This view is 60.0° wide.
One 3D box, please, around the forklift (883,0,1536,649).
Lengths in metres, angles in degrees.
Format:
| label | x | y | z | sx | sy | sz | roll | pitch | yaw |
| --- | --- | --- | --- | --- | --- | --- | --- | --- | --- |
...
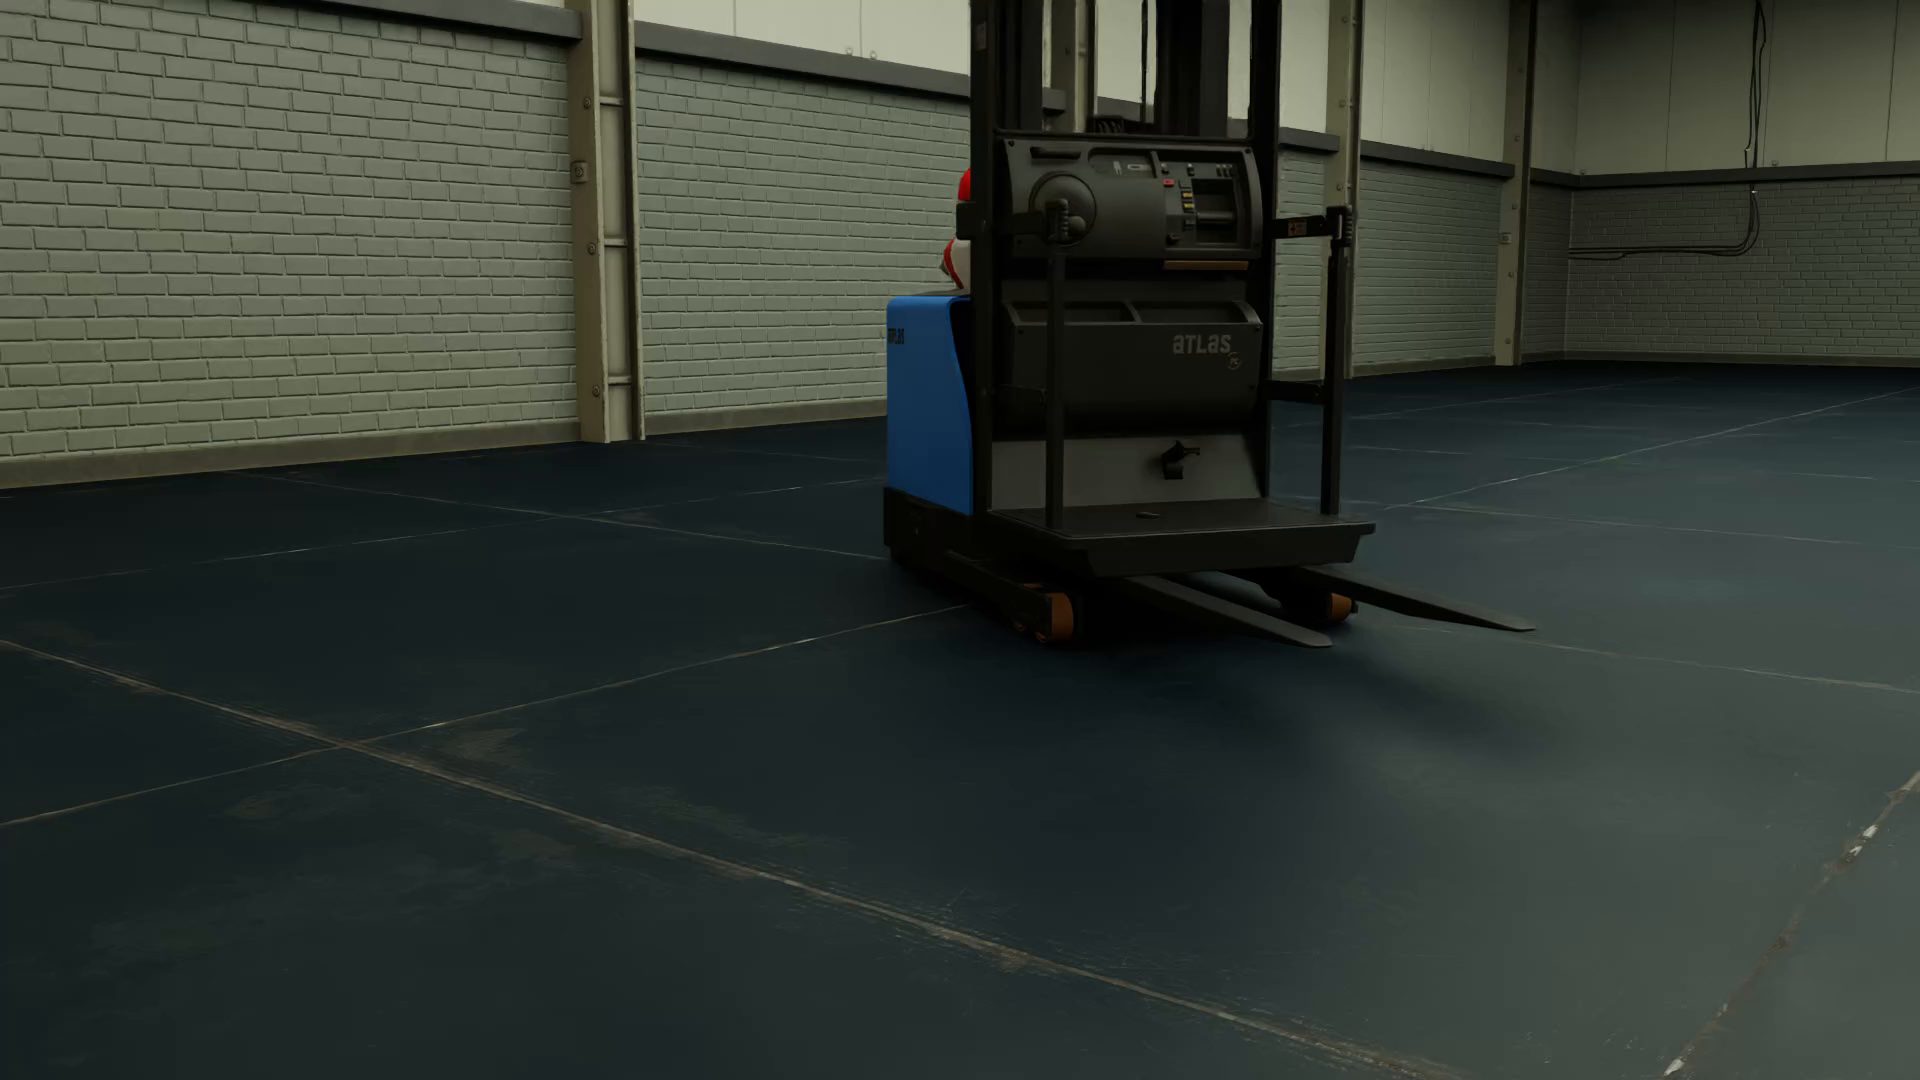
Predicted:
| label | x | y | z | sx | sy | sz | roll | pitch | yaw |
| --- | --- | --- | --- | --- | --- | --- | --- | --- | --- |
| forklift | 0.666 | -1.191 | 5.422 | 1.130 | 2.935 | 3.031 | -3 | 9 | -20 |

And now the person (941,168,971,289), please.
| label | x | y | z | sx | sy | sz | roll | pitch | yaw |
| --- | --- | --- | --- | --- | --- | --- | --- | --- | --- |
| person | 0.344 | -0.866 | 7.709 | 0.835 | 1.691 | 0.786 | 4 | 9 | 23 |
